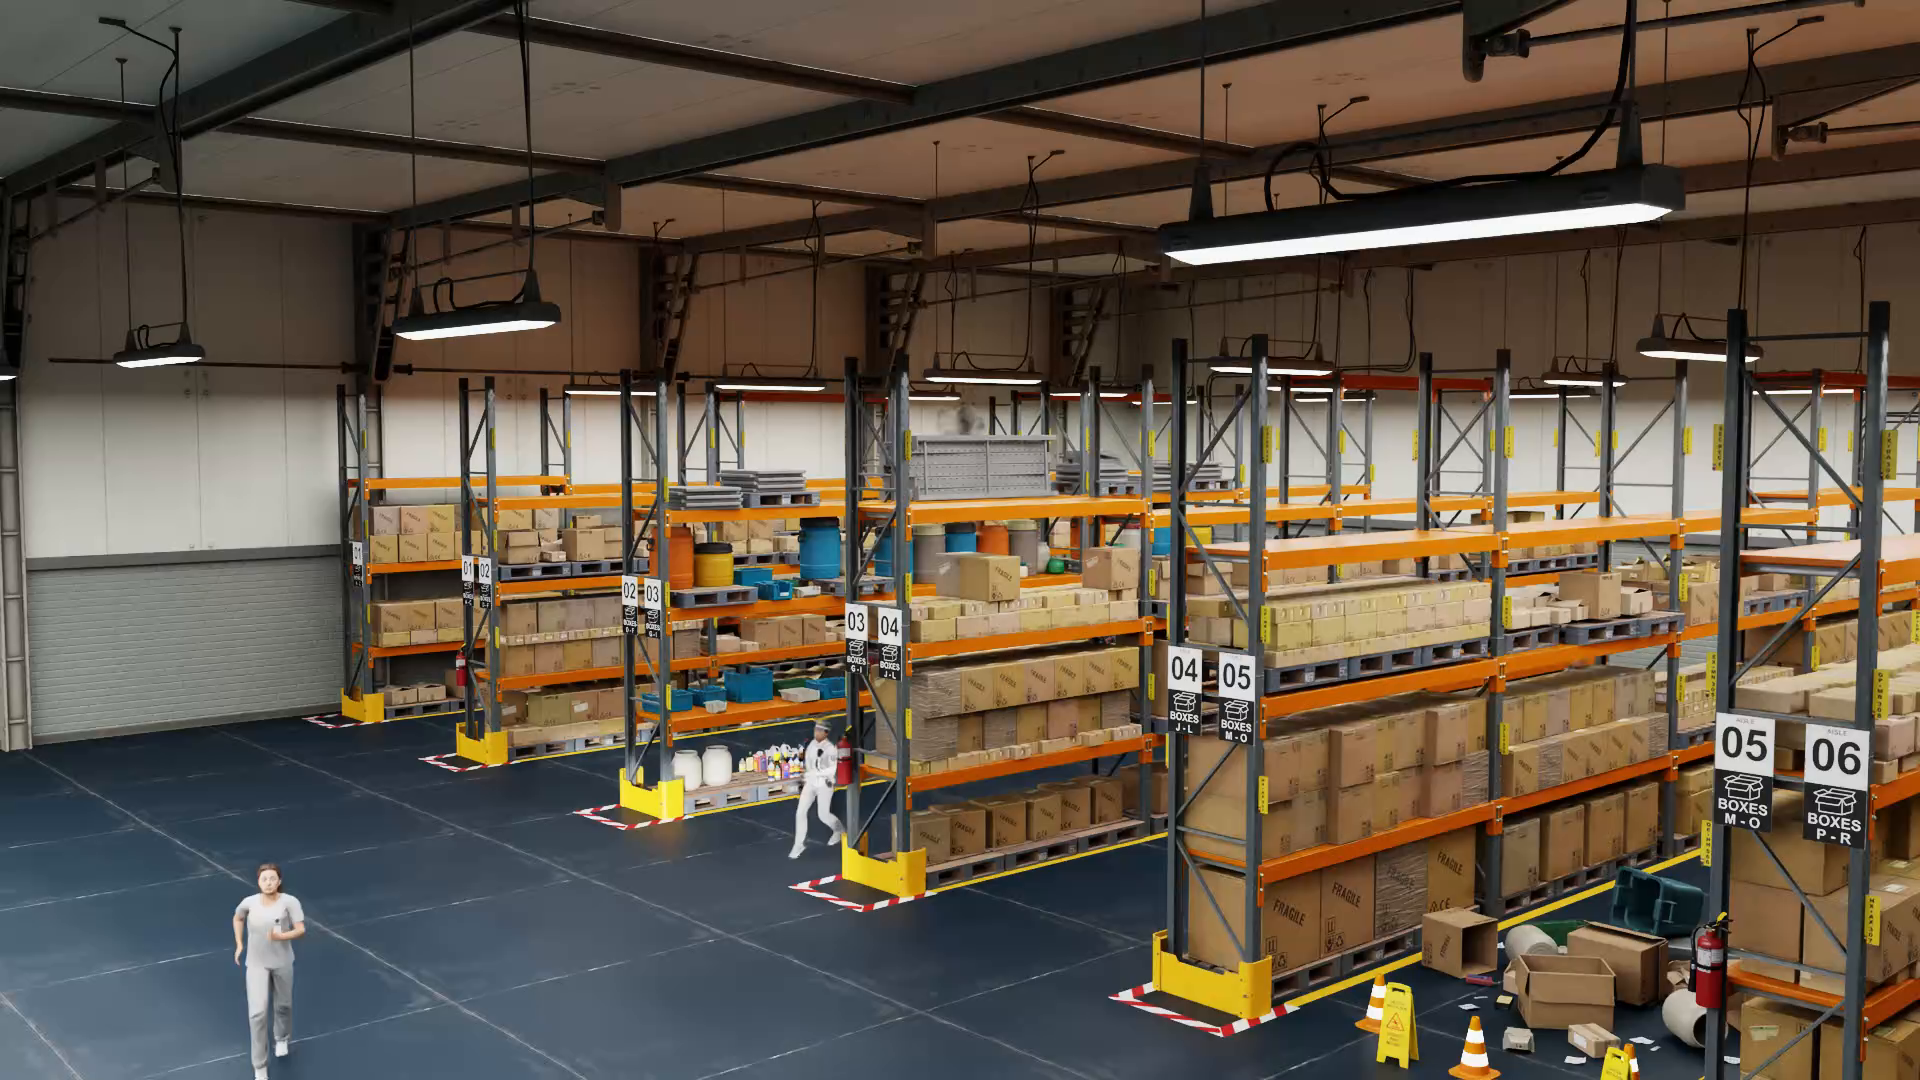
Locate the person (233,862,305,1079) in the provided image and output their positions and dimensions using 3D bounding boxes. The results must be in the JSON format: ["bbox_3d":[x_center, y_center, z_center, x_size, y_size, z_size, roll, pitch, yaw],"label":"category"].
[{"bbox_3d":[-5.542,3.438,13.360,0.541,1.715,0.830,-1,4,-21],"label":"person"}]

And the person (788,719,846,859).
[{"bbox_3d":[-1.671,3.016,20.257,0.635,1.705,0.868,3,5,42],"label":"person"}]

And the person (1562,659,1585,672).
[{"bbox_3d":[9.565,2.589,25.963,0.669,1.737,0.566,4,5,44],"label":"person"}]

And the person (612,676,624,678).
[{"bbox_3d":[-6.096,2.353,29.752,0.700,1.719,0.625,3,5,43],"label":"person"}]
